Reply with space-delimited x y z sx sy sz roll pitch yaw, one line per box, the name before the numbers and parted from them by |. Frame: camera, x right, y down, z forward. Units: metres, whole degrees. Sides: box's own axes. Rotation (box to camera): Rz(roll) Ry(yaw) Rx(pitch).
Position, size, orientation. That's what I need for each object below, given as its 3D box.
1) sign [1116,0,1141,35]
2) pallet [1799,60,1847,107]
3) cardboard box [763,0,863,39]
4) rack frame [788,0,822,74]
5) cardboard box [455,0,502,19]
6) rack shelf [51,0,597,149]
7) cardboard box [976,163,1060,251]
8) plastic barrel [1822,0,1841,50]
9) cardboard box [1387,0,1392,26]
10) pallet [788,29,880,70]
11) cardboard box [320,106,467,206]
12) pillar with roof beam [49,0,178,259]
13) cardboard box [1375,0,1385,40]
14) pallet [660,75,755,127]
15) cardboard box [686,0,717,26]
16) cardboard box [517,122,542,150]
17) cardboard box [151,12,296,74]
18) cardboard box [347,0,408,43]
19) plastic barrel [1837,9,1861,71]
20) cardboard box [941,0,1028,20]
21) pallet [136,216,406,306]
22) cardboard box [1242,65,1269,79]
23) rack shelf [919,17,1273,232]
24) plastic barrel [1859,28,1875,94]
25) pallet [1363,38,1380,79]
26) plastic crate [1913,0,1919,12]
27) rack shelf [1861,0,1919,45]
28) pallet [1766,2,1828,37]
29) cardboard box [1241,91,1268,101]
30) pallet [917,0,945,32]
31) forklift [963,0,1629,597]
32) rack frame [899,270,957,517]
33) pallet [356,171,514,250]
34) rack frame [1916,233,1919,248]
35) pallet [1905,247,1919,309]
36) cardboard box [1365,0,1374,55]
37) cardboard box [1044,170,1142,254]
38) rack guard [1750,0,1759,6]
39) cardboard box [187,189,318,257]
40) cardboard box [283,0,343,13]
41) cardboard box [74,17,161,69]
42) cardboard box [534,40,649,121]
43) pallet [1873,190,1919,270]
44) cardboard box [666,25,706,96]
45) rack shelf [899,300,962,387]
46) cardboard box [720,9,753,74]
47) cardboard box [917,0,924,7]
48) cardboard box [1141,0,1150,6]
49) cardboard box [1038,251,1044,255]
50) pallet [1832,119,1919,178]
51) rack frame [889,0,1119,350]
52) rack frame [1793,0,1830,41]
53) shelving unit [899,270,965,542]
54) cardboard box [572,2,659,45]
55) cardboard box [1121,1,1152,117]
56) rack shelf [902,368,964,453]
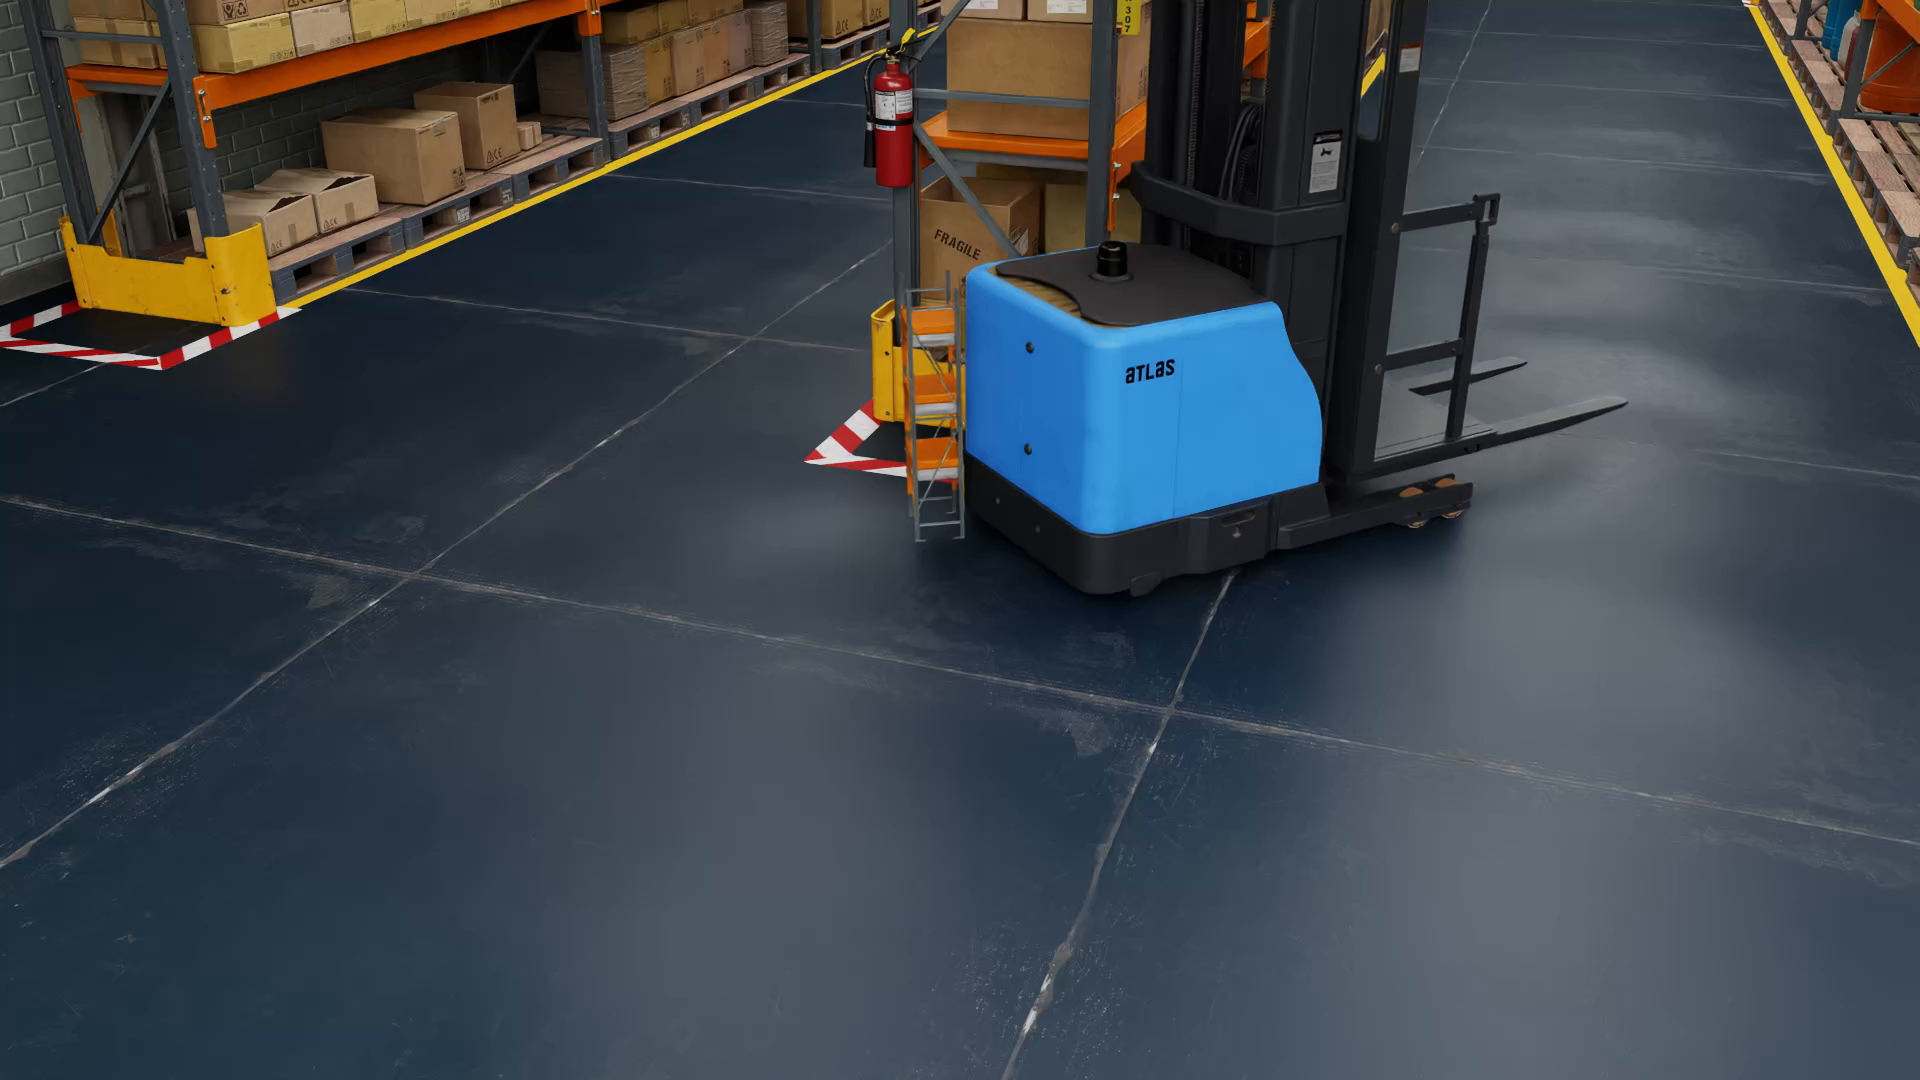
sign | 0.705 -2.269 6.909 0.100 0.325 0.005 9 27 17
pallet | 8.146 -4.069 14.911 1.003 0.211 1.213 9 27 17
cardboard box | -1.459 -5.435 16.519 0.750 0.750 0.750 8 27 17
rack frame | -1.827 -5.931 15.557 1.000 3.000 0.127 9 27 17
cardboard box | -3.357 -3.577 10.846 0.500 0.250 0.500 9 27 17
rack shelf | -3.824 -3.141 10.621 1.077 0.370 4.000 9 27 17
cardboard box | 0.400 -1.892 9.028 0.500 0.500 0.500 9 27 17
plastic barrel | 8.649 -5.161 15.894 0.600 0.901 0.708 9 27 17
cardboard box | 4.282 -5.686 17.416 0.500 0.500 0.500 9 27 17
pallet | -1.494 -4.989 16.811 1.003 0.211 1.213 9 27 17
cardboard box | -3.693 -2.516 10.868 0.700 0.500 0.500 7 27 14
pillar with roof beam | -1.013 -5.132 7.023 9.100 9.000 0.400 9 27 17
cardboard box | 3.943 -5.278 16.573 0.500 0.500 0.500 9 27 18
pallet | -2.496 -3.855 14.470 1.003 0.211 1.213 9 27 17
cardboard box | -2.433 -4.600 14.313 0.500 0.250 0.500 9 27 17
cardboard box | -3.308 -2.985 12.220 0.380 0.166 0.250 5 26 11
cardboard box | -4.028 -2.739 9.114 0.500 0.250 0.500 8 27 16
cardboard box | -3.693 -3.163 9.990 0.500 0.250 0.500 8 27 17
plastic barrel | 8.141 -4.476 14.925 0.421 0.512 0.421 0 26 0
cardboard box | 0.131 -2.448 7.505 0.380 0.149 0.250 8 27 17
pallet | -4.161 -1.748 10.118 1.003 0.211 1.213 9 27 17
cardboard box | 2.229 -3.325 12.206 0.500 0.311 0.500 8 27 16
rack shelf | 0.849 -2.424 9.141 1.077 0.370 4.000 9 27 17
plastic barrel | 7.765 -4.012 13.967 0.421 0.512 0.421 0 26 0
pallet | 3.537 -4.760 16.338 1.003 0.211 1.213 9 27 17
plastic crate | 6.497 -3.511 10.803 0.450 0.188 0.662 9 27 17
rack shelf | 6.850 -3.348 11.049 1.077 0.370 4.000 9 27 17
pallet | 9.459 -5.694 18.267 1.003 0.211 1.213 9 27 17
cardboard box | 1.887 -2.908 11.343 0.500 0.311 0.500 9 27 18
pallet | -0.682 -5.991 18.882 1.003 0.211 1.213 9 27 17
forklift | 1.549 -1.554 6.596 3.031 2.935 1.130 -14 29 -26
rack frame | -0.126 -0.578 6.733 0.200 1.050 0.008 -5 26 -7
pallet | -3.753 -2.248 11.150 1.003 0.211 1.213 9 27 17
rack frame | 6.184 -2.850 9.195 1.000 3.000 0.127 9 27 17
pallet | 5.921 -1.325 9.245 1.003 0.211 1.213 9 27 17
cardboard box | 3.607 -4.854 15.696 0.500 0.500 0.500 8 27 17
cardboard box | 0.736 -1.609 8.444 0.500 0.500 0.500 9 27 17
rack guard | 10.173 -6.668 19.949 1.175 0.500 0.348 9 27 17
cardboard box | -4.174 -1.902 9.817 0.500 0.311 0.500 6 26 12
cardboard box | -3.873 -3.276 9.363 0.500 0.500 0.500 9 27 18
cardboard box | -4.517 -2.805 9.250 0.500 0.250 0.500 9 27 18
cardboard box | -2.929 -3.665 13.240 0.700 0.500 0.500 10 27 19
pallet | 6.409 -1.923 10.480 1.003 0.211 1.213 9 27 17
cardboard box | -2.597 -4.088 14.115 0.700 0.500 0.500 9 27 18
rack shelf | -0.116 -0.771 6.504 0.215 0.259 0.240 -5 26 -7
cardboard box | -2.299 -4.505 14.977 0.700 0.500 0.500 9 27 17
cardboard box | -0.883 -6.144 17.983 0.750 0.750 0.750 10 27 19
cardboard box | 0.686 -2.604 7.828 0.380 0.149 0.250 9 27 18
cardboard box | 0.238 -1.348 8.766 0.500 0.250 0.500 9 27 17
pallet | 7.221 -2.926 12.551 1.003 0.211 1.213 9 27 17
rack frame | 0.183 -1.926 7.286 1.000 3.000 0.127 9 27 17
rack frame | 8.846 -6.138 15.985 1.000 3.000 0.127 9 27 17
shelving unit | -0.109 -0.525 6.624 0.215 1.050 0.252 -5 26 -7
cardboard box | -2.786 -4.184 13.452 0.500 0.250 0.500 8 27 16
cardboard box | 0.521 -2.378 8.104 0.700 0.500 0.500 9 27 19
rack shelf | -0.109 -0.516 6.629 0.215 0.259 0.240 -5 26 -7
